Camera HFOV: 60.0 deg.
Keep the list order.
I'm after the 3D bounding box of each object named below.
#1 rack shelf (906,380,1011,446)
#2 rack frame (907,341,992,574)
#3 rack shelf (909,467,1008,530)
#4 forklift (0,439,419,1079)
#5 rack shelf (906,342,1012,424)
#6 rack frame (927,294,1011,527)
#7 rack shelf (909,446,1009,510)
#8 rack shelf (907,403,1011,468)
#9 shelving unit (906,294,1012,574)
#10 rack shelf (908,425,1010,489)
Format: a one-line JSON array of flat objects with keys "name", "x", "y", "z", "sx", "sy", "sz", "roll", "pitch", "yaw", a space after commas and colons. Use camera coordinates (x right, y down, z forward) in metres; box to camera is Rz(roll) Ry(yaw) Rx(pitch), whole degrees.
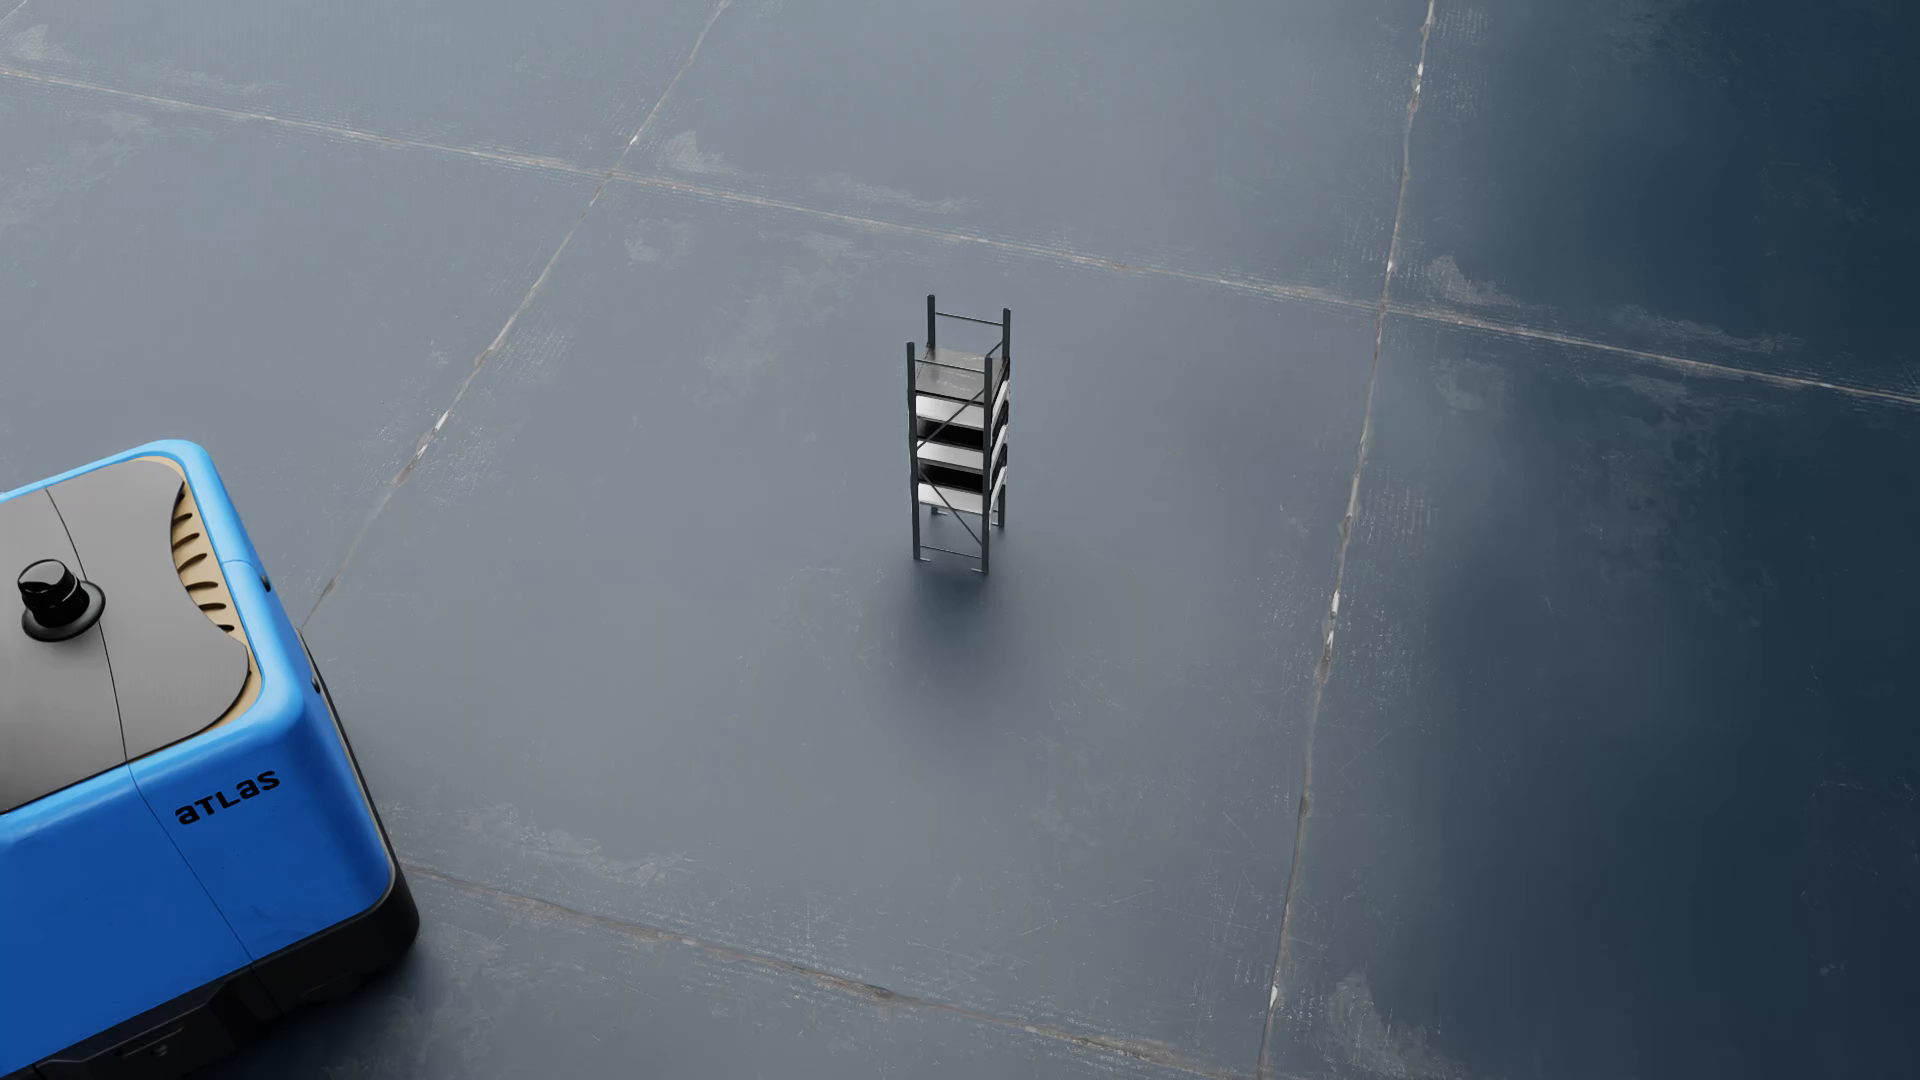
[{"name": "rack shelf", "x": -0.002, "y": -0.389, "z": 4.797, "sx": 0.258, "sy": 0.077, "sz": 0.200, "roll": 12, "pitch": 50, "yaw": 10}, {"name": "rack frame", "x": -0.029, "y": -0.218, "z": 4.843, "sx": 0.240, "sy": 0.900, "sz": 0.006, "roll": 12, "pitch": 50, "yaw": 10}, {"name": "rack shelf", "x": -0.002, "y": -0.151, "z": 5.067, "sx": 0.258, "sy": 0.077, "sz": 0.200, "roll": 12, "pitch": 50, "yaw": 10}, {"name": "forklift", "x": -2.924, "y": 0.339, "z": 2.996, "sx": 3.031, "sy": 2.935, "sz": 1.130, "roll": -24, "pitch": 53, "yaw": -19}, {"name": "rack shelf", "x": -0.002, "y": -0.449, "z": 4.730, "sx": 0.258, "sy": 0.077, "sz": 0.200, "roll": 12, "pitch": 50, "yaw": 10}, {"name": "rack frame", "x": 0.025, "y": -0.365, "z": 4.972, "sx": 0.240, "sy": 0.900, "sz": 0.006, "roll": 12, "pitch": 50, "yaw": 10}, {"name": "rack shelf", "x": -0.002, "y": -0.210, "z": 5.000, "sx": 0.258, "sy": 0.077, "sz": 0.200, "roll": 12, "pitch": 50, "yaw": 10}, {"name": "rack shelf", "x": -0.002, "y": -0.329, "z": 4.865, "sx": 0.258, "sy": 0.077, "sz": 0.200, "roll": 12, "pitch": 50, "yaw": 10}, {"name": "shelving unit", "x": -0.002, "y": -0.292, "z": 4.907, "sx": 0.258, "sy": 0.900, "sz": 0.210, "roll": 12, "pitch": 50, "yaw": 10}, {"name": "rack shelf", "x": -0.002, "y": -0.270, "z": 4.932, "sx": 0.258, "sy": 0.077, "sz": 0.200, "roll": 12, "pitch": 50, "yaw": 10}]
